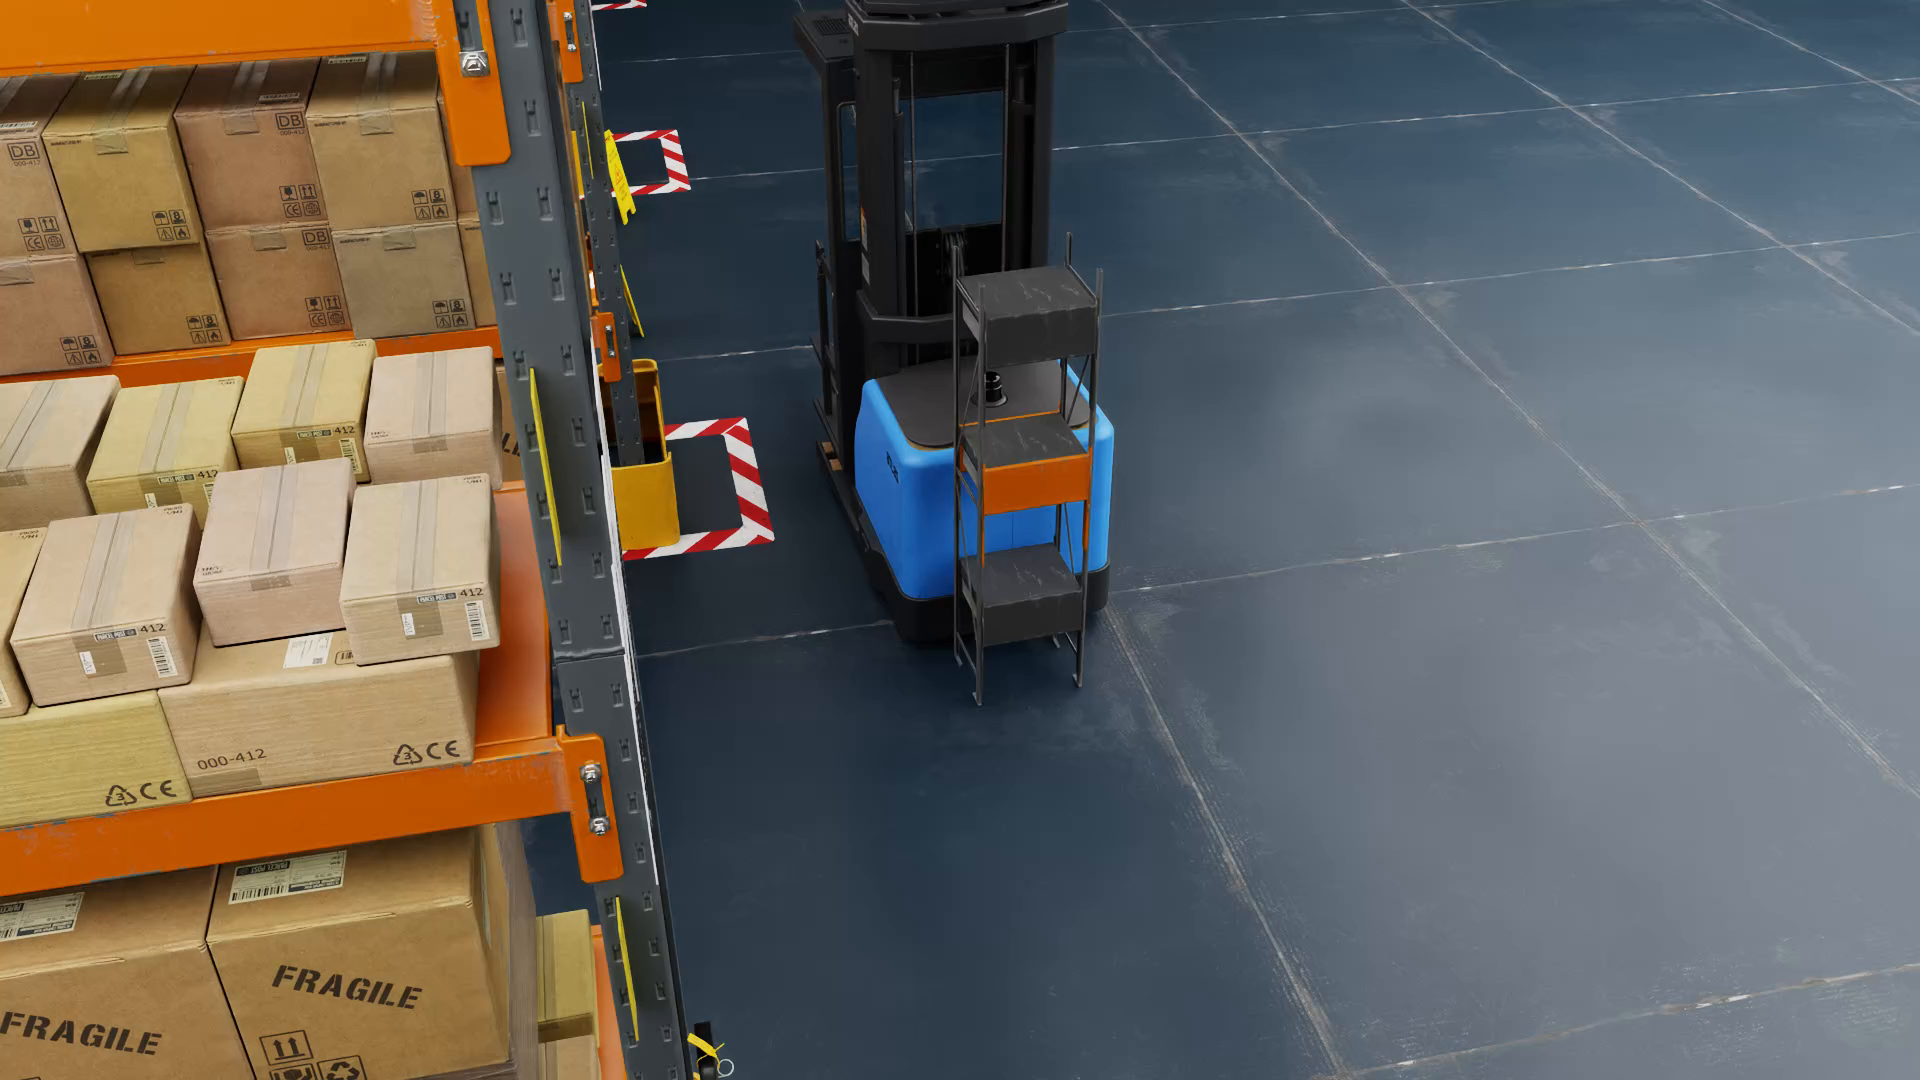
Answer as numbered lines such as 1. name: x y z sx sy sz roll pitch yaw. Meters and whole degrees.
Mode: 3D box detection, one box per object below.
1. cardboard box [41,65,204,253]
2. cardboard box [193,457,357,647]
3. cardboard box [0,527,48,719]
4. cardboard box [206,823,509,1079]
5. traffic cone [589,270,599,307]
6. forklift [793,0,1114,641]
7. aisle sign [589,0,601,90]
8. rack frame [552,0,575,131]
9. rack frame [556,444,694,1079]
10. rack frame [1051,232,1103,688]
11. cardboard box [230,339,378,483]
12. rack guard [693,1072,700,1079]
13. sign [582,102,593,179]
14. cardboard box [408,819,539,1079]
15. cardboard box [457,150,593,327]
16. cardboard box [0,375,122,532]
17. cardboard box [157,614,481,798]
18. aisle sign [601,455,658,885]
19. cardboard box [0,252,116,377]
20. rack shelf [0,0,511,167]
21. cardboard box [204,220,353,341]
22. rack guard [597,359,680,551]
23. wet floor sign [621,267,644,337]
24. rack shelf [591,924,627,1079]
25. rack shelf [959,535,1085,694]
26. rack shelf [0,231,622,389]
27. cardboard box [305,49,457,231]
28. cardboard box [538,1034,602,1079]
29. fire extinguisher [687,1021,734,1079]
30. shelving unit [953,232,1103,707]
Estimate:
1. cardboard box: -3.733 -1.754 7.568 0.500 0.550 0.875 -7 35 -11
2. cardboard box: -1.268 0.015 3.121 0.250 0.149 0.380 -8 35 -12
3. cardboard box: -1.750 0.152 2.917 0.250 0.149 0.380 -7 34 -10
4. cardboard box: -1.268 0.813 3.592 0.500 0.500 0.500 -7 35 -11
5. traffic cone: -2.531 -1.825 11.055 0.334 0.463 0.336 -7 35 -11
6. forklift: -0.174 -1.552 8.432 1.130 2.935 3.031 -9 35 -13
7. aisle sign: -1.646 -2.442 7.363 0.004 0.787 0.394 -7 35 -11
8. rack frame: -2.972 -4.194 12.308 0.127 3.000 1.000 -7 35 -11
9. rack frame: -0.786 1.192 4.282 0.127 3.000 1.000 -7 35 -11
10. rack frame: 0.503 -0.293 7.302 0.015 2.100 0.400 -9 35 -13
11. cardboard box: -1.380 -0.270 3.545 0.250 0.149 0.380 -6 34 -10
12. rack guard: -0.860 2.239 4.965 0.348 0.500 1.175 -7 35 -11
13. sign: -1.676 -1.799 7.487 0.005 0.325 0.100 -7 35 -11
14. cardboard box: -1.329 1.079 4.093 0.500 0.500 0.875 -7 35 -11
15. cardboard box: -2.134 -1.508 8.171 0.550 0.550 0.875 -7 35 -11
16. cardboard box: -1.881 -0.177 3.406 0.250 0.149 0.380 -6 34 -9
17. cardboard box: -1.200 0.206 3.194 0.500 0.250 0.500 -6 34 -9
18. aisle sign: -0.660 0.268 3.326 0.004 0.787 0.394 -7 35 -11
19. cardboard box: -4.242 -1.221 7.743 0.550 0.550 0.875 -7 35 -11
20. rack shelf: -2.737 -0.753 2.445 4.000 0.370 1.077 -7 35 -11
21. cardboard box: -3.239 -1.428 8.052 0.550 0.550 0.875 -7 35 -11
22. rack guard: -1.758 -0.481 9.019 0.348 0.500 1.175 -7 35 -11
23. wet floor sign: -2.190 -1.618 10.583 0.232 0.644 0.267 -13 36 -19
24. rack shelf: -2.737 1.736 4.116 4.000 0.370 1.077 -7 35 -11
25. rack shelf: 0.269 0.337 7.644 0.480 0.518 0.431 -9 35 -13
26. rack shelf: -3.733 -0.972 8.152 4.000 0.370 1.077 -7 35 -11
27. cardboard box: -2.668 -1.885 7.763 0.550 0.550 0.875 -7 35 -11
28. cardboard box: -1.019 1.443 4.133 0.250 0.149 0.380 -7 35 -11
29. fire extinguisher: -0.573 1.460 3.951 0.183 0.674 0.296 -7 35 -11
30. shelving unit: 0.269 -0.255 7.246 0.503 2.100 0.431 -9 35 -13
